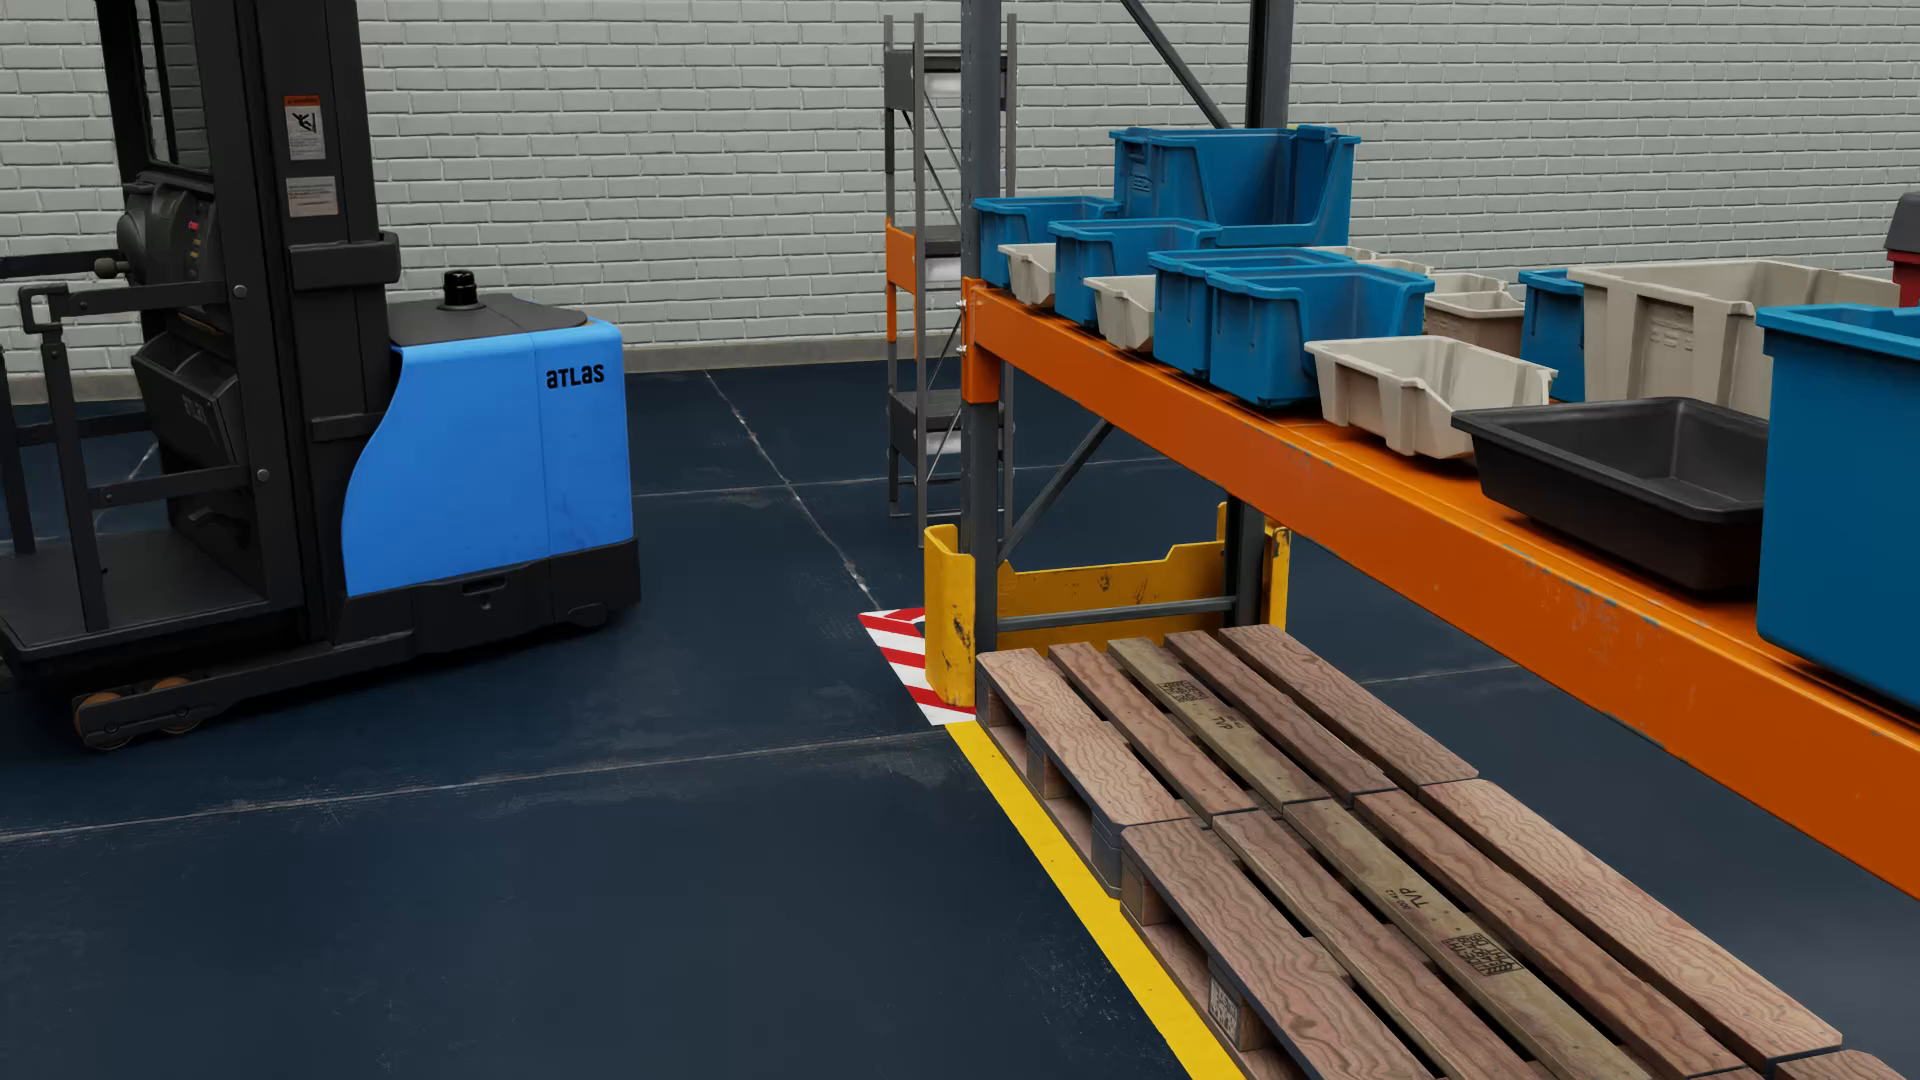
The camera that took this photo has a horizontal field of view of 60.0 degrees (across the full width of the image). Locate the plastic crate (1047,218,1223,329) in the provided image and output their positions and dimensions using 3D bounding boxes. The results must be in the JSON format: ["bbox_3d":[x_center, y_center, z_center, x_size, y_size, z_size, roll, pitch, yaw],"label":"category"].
[{"bbox_3d":[0.431,-0.667,4.144,0.416,0.233,0.300,-5,17,-15],"label":"plastic crate"}]

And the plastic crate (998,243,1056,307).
[{"bbox_3d":[0.259,-0.707,4.447,0.250,0.136,0.298,-5,17,-15],"label":"plastic crate"}]

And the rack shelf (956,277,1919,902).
[{"bbox_3d":[1.048,-0.097,3.311,1.077,0.370,4.000,-5,17,-15],"label":"rack shelf"}]

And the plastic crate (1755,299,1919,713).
[{"bbox_3d":[1.142,-0.011,1.699,0.392,0.384,0.575,-5,17,-15],"label":"plastic crate"}]

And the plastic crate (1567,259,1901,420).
[{"bbox_3d":[1.356,-0.297,2.829,0.437,0.282,0.530,-5,17,-15],"label":"plastic crate"}]

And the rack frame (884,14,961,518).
[{"bbox_3d":[-0.113,-1.119,7.027,0.400,2.100,0.015,-5,17,-15],"label":"rack frame"}]

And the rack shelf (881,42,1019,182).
[{"bbox_3d":[-0.045,-1.709,6.605,0.431,0.518,0.480,-5,17,-15],"label":"rack shelf"}]

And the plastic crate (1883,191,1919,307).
[{"bbox_3d":[1.594,-0.214,2.236,0.402,0.464,0.583,-5,17,-15],"label":"plastic crate"}]

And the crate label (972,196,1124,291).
[{"bbox_3d":[0.250,-0.849,4.750,0.416,0.233,0.303,-5,17,-15],"label":"crate label"}]

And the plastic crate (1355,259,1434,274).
[{"bbox_3d":[0.963,-0.604,4.104,0.396,0.136,0.243,-5,17,-15],"label":"plastic crate"}]

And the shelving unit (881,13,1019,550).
[{"bbox_3d":[-0.045,-1.051,6.802,0.431,2.100,0.503,-5,17,-15],"label":"shelving unit"}]

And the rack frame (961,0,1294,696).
[{"bbox_3d":[0.499,-0.995,5.049,1.000,3.000,0.127,-5,17,-15],"label":"rack frame"}]

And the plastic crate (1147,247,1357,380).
[{"bbox_3d":[0.612,-0.485,3.538,0.416,0.233,0.300,-5,17,-15],"label":"plastic crate"}]

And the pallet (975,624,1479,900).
[{"bbox_3d":[0.688,0.572,4.681,1.003,0.211,1.213,-5,17,-15],"label":"pallet"}]

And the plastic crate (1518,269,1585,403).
[{"bbox_3d":[1.310,-0.395,3.241,0.416,0.233,0.300,-5,17,-15],"label":"plastic crate"}]

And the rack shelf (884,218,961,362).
[{"bbox_3d":[-0.045,-1.038,6.806,0.431,0.518,0.480,-5,17,-15],"label":"rack shelf"}]

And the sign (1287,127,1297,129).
[{"bbox_3d":[1.023,-1.121,5.185,0.100,0.325,0.005,-5,17,-15],"label":"sign"}]

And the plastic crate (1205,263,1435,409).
[{"bbox_3d":[0.694,-0.402,3.262,0.416,0.233,0.300,-5,17,-15],"label":"plastic crate"}]

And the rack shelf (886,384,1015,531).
[{"bbox_3d":[-0.045,-0.368,7.008,0.431,0.518,0.480,-5,17,-15],"label":"rack shelf"}]

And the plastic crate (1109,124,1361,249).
[{"bbox_3d":[0.770,-0.962,4.776,0.616,0.435,0.499,-5,17,-15],"label":"plastic crate"}]

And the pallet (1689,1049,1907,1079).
[{"bbox_3d":[1.359,1.247,2.434,1.003,0.211,1.213,-5,17,-15],"label":"pallet"}]

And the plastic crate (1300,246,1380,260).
[{"bbox_3d":[0.897,-0.686,4.375,0.396,0.136,0.243,-5,17,-15],"label":"plastic crate"}]

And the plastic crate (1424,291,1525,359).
[{"bbox_3d":[1.162,-0.449,3.587,0.298,0.136,0.250,-5,17,-15],"label":"plastic crate"}]

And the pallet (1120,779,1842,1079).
[{"bbox_3d":[1.020,0.909,3.559,1.003,0.211,1.213,-5,17,-15],"label":"pallet"}]

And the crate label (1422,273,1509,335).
[{"bbox_3d":[1.063,-0.529,3.854,0.396,0.136,0.243,-5,17,-15],"label":"crate label"}]

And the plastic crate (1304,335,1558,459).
[{"bbox_3d":[0.831,-0.248,2.919,0.293,0.136,0.466,-5,17,-15],"label":"plastic crate"}]

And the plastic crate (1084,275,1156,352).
[{"bbox_3d":[0.445,-0.520,3.823,0.250,0.136,0.298,-5,17,-15],"label":"plastic crate"}]

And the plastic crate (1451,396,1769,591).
[{"bbox_3d":[1.032,-0.073,2.357,0.437,0.125,0.590,-5,17,-15],"label":"plastic crate"}]

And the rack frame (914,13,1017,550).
[{"bbox_3d":[0.022,-0.984,6.578,0.400,2.100,0.015,-5,17,-15],"label":"rack frame"}]

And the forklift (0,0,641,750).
[{"bbox_3d":[-2.610,-0.956,5.039,3.031,2.935,1.130,-13,21,-37],"label":"forklift"}]

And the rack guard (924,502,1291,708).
[{"bbox_3d":[0.480,0.197,5.427,1.175,0.500,0.348,-5,17,-15],"label":"rack guard"}]
